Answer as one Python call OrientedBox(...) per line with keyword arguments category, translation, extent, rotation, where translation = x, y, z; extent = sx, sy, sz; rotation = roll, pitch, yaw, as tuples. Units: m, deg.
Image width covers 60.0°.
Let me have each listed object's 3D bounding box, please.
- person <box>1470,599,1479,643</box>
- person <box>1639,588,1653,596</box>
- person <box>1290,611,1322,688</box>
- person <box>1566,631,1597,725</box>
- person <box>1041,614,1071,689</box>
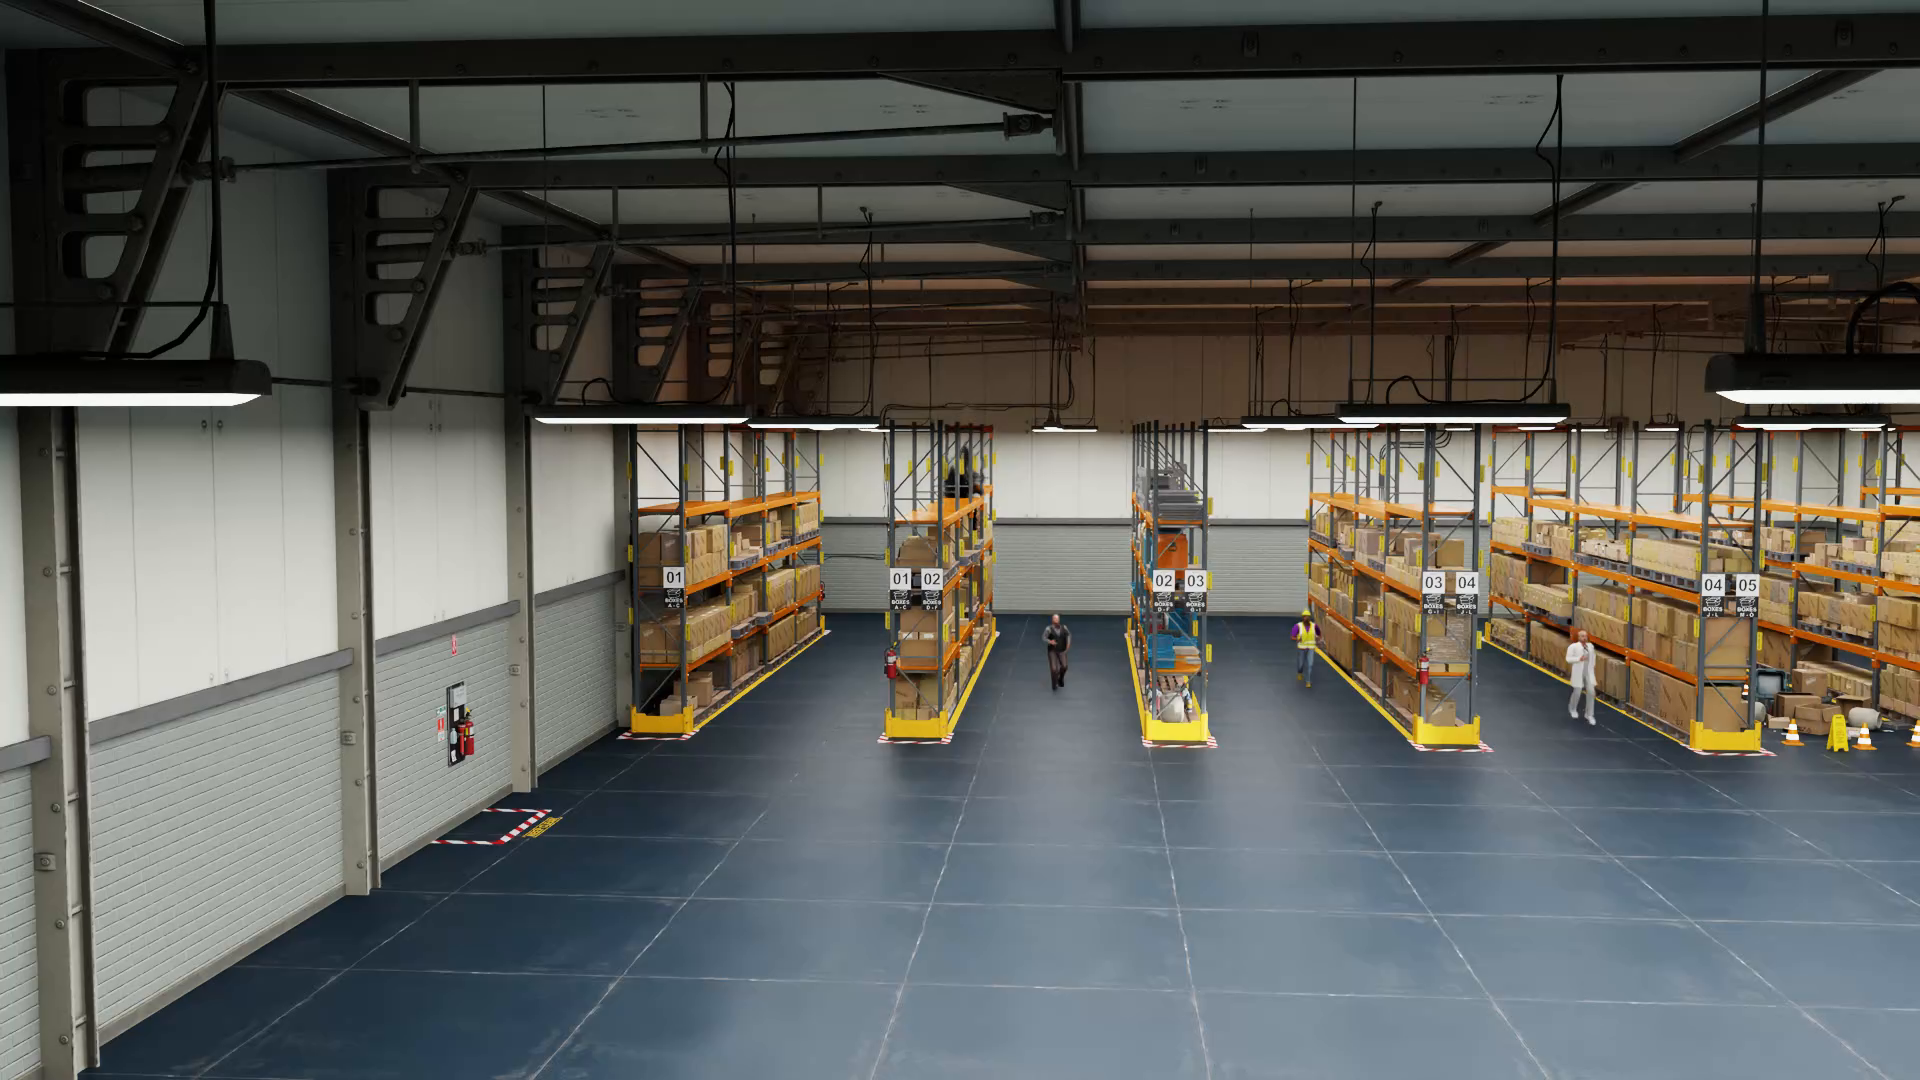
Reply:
OrientedBox(category="person", translation=(13.311, 2.160, 43.760), extent=(0.701, 1.711, 1.019), rotation=(0, 4, 3))
OrientedBox(category="person", translation=(19.557, 1.855, 47.325), extent=(0.766, 1.785, 0.708), rotation=(0, 4, 7))
OrientedBox(category="person", translation=(7.860, 2.466, 37.734), extent=(0.714, 1.741, 0.863), rotation=(0, 4, 4))
OrientedBox(category="person", translation=(12.408, 2.713, 33.169), extent=(0.690, 1.819, 0.910), rotation=(0, 4, -1))
OrientedBox(category="person", translation=(2.178, 2.509, 37.221), extent=(0.711, 1.692, 0.583), rotation=(-1, 4, -9))
